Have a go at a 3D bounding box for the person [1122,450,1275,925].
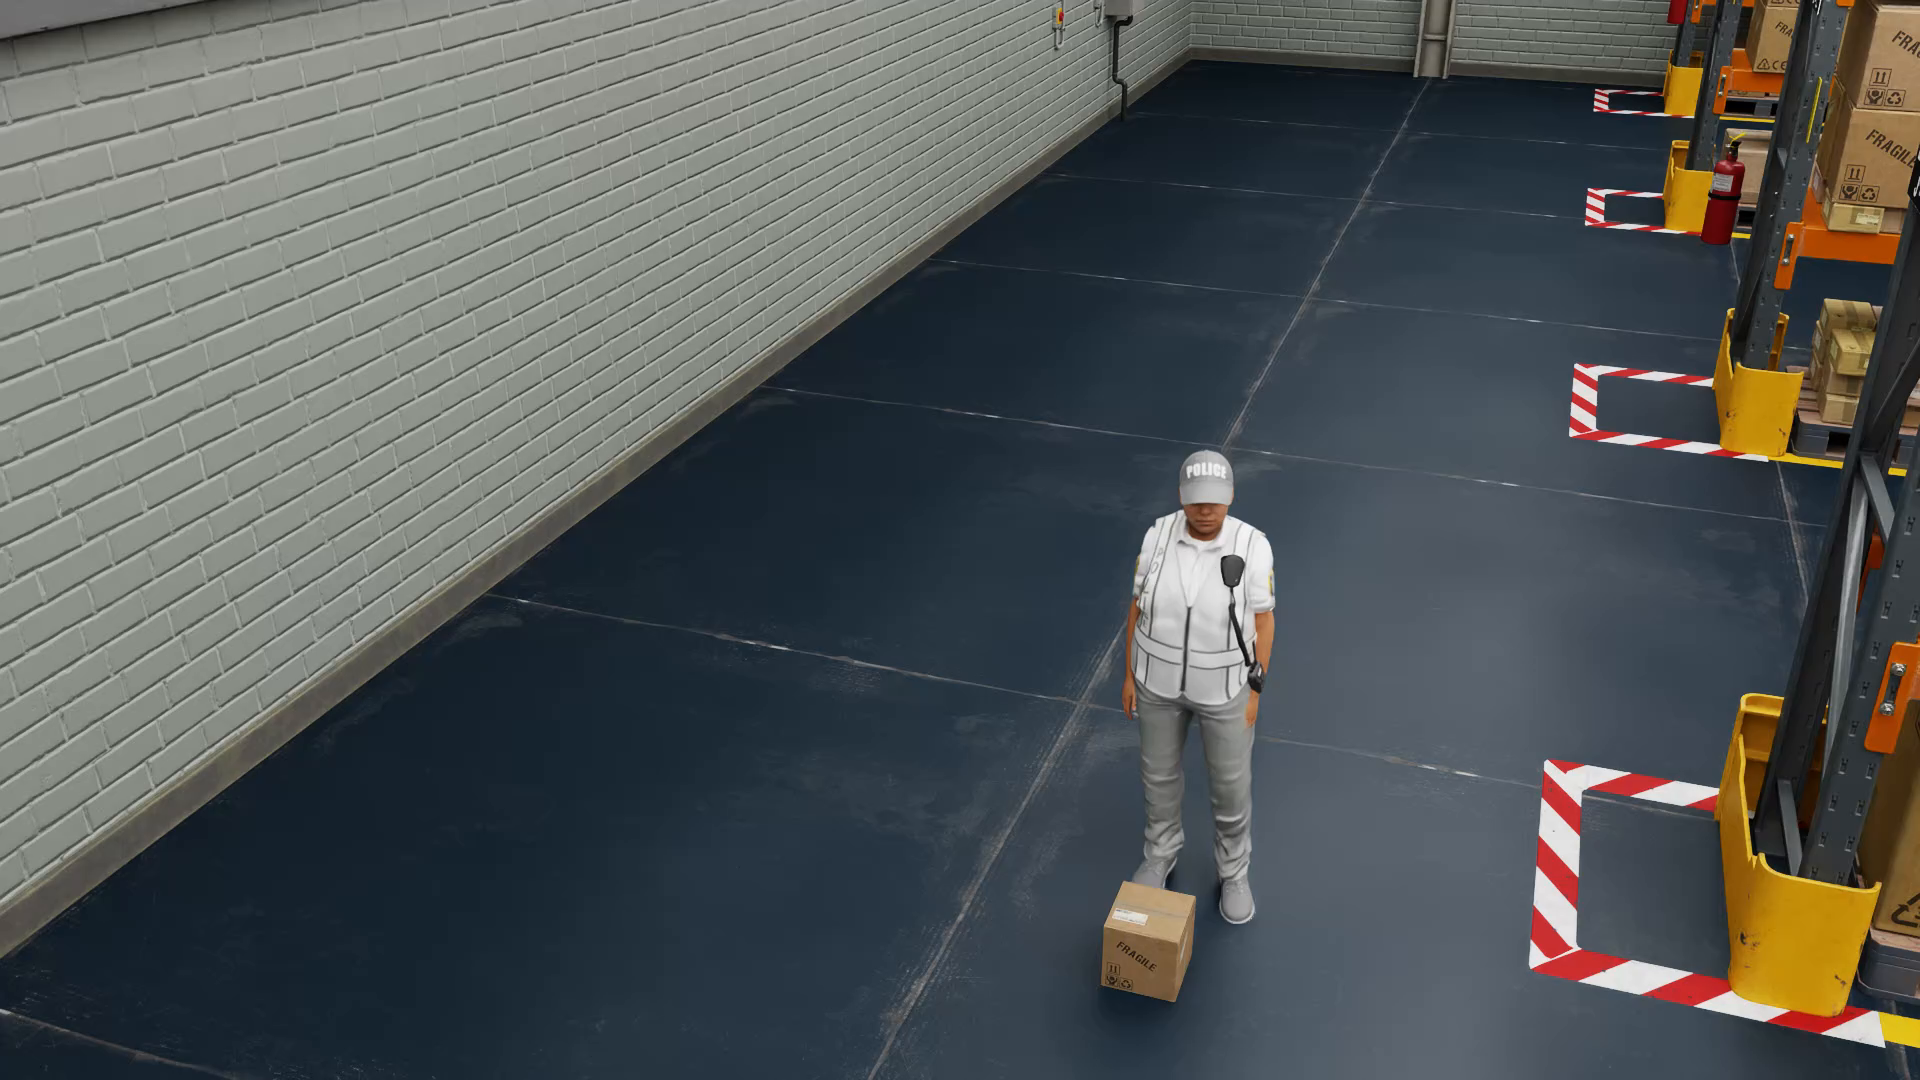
[{"bbox_3d":[0.806,0.495,5.590,0.524,1.684,0.380,9,27,18],"label":"person"}]
